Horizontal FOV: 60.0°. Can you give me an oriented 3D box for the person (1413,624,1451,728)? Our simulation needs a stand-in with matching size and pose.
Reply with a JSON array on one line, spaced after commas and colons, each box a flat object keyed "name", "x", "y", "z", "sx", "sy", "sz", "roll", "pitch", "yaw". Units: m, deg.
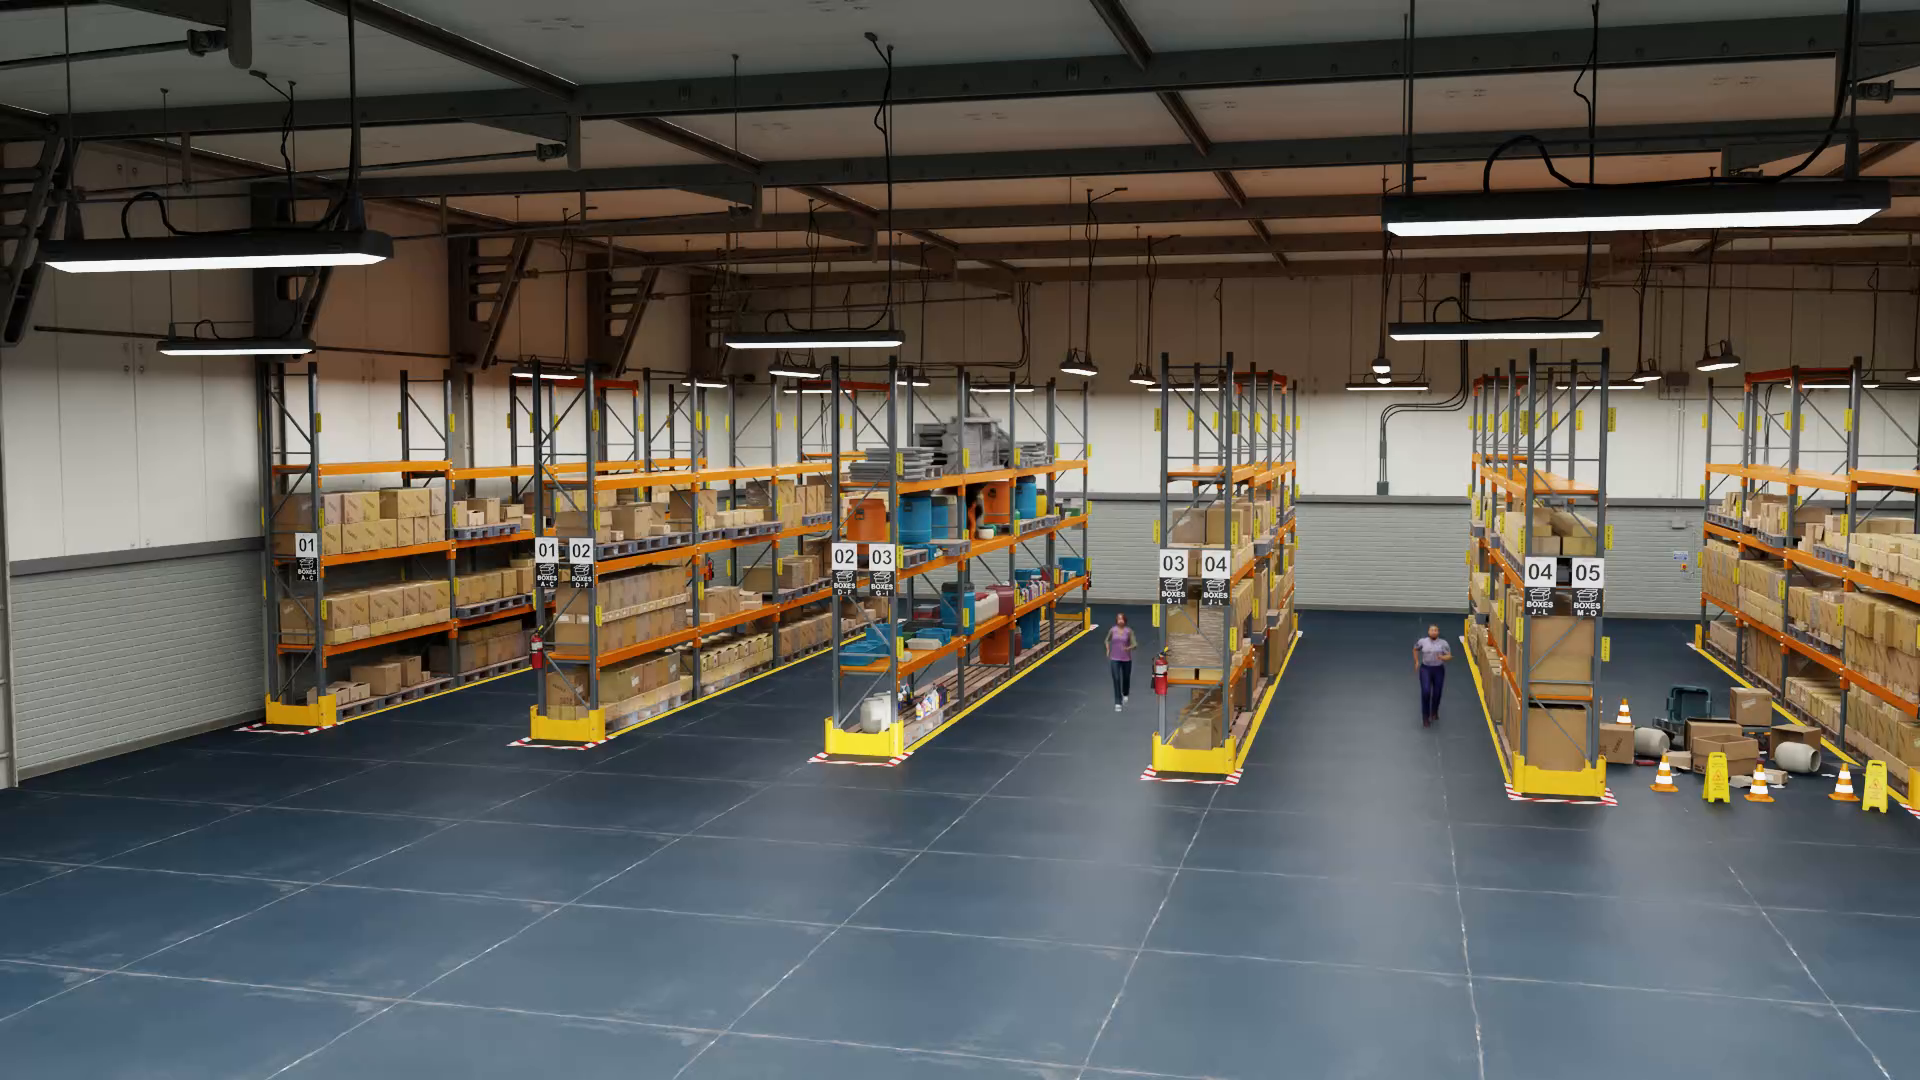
[{"name": "person", "x": 7.840, "y": 2.247, "z": 27.612, "sx": 0.580, "sy": 1.696, "sz": 0.770, "roll": 1, "pitch": 4, "yaw": 8}]

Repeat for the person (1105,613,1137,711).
[{"name": "person", "x": 2.643, "y": 1.992, "z": 27.412, "sx": 0.543, "sy": 1.582, "sz": 0.740, "roll": 1, "pitch": 4, "yaw": 9}]
